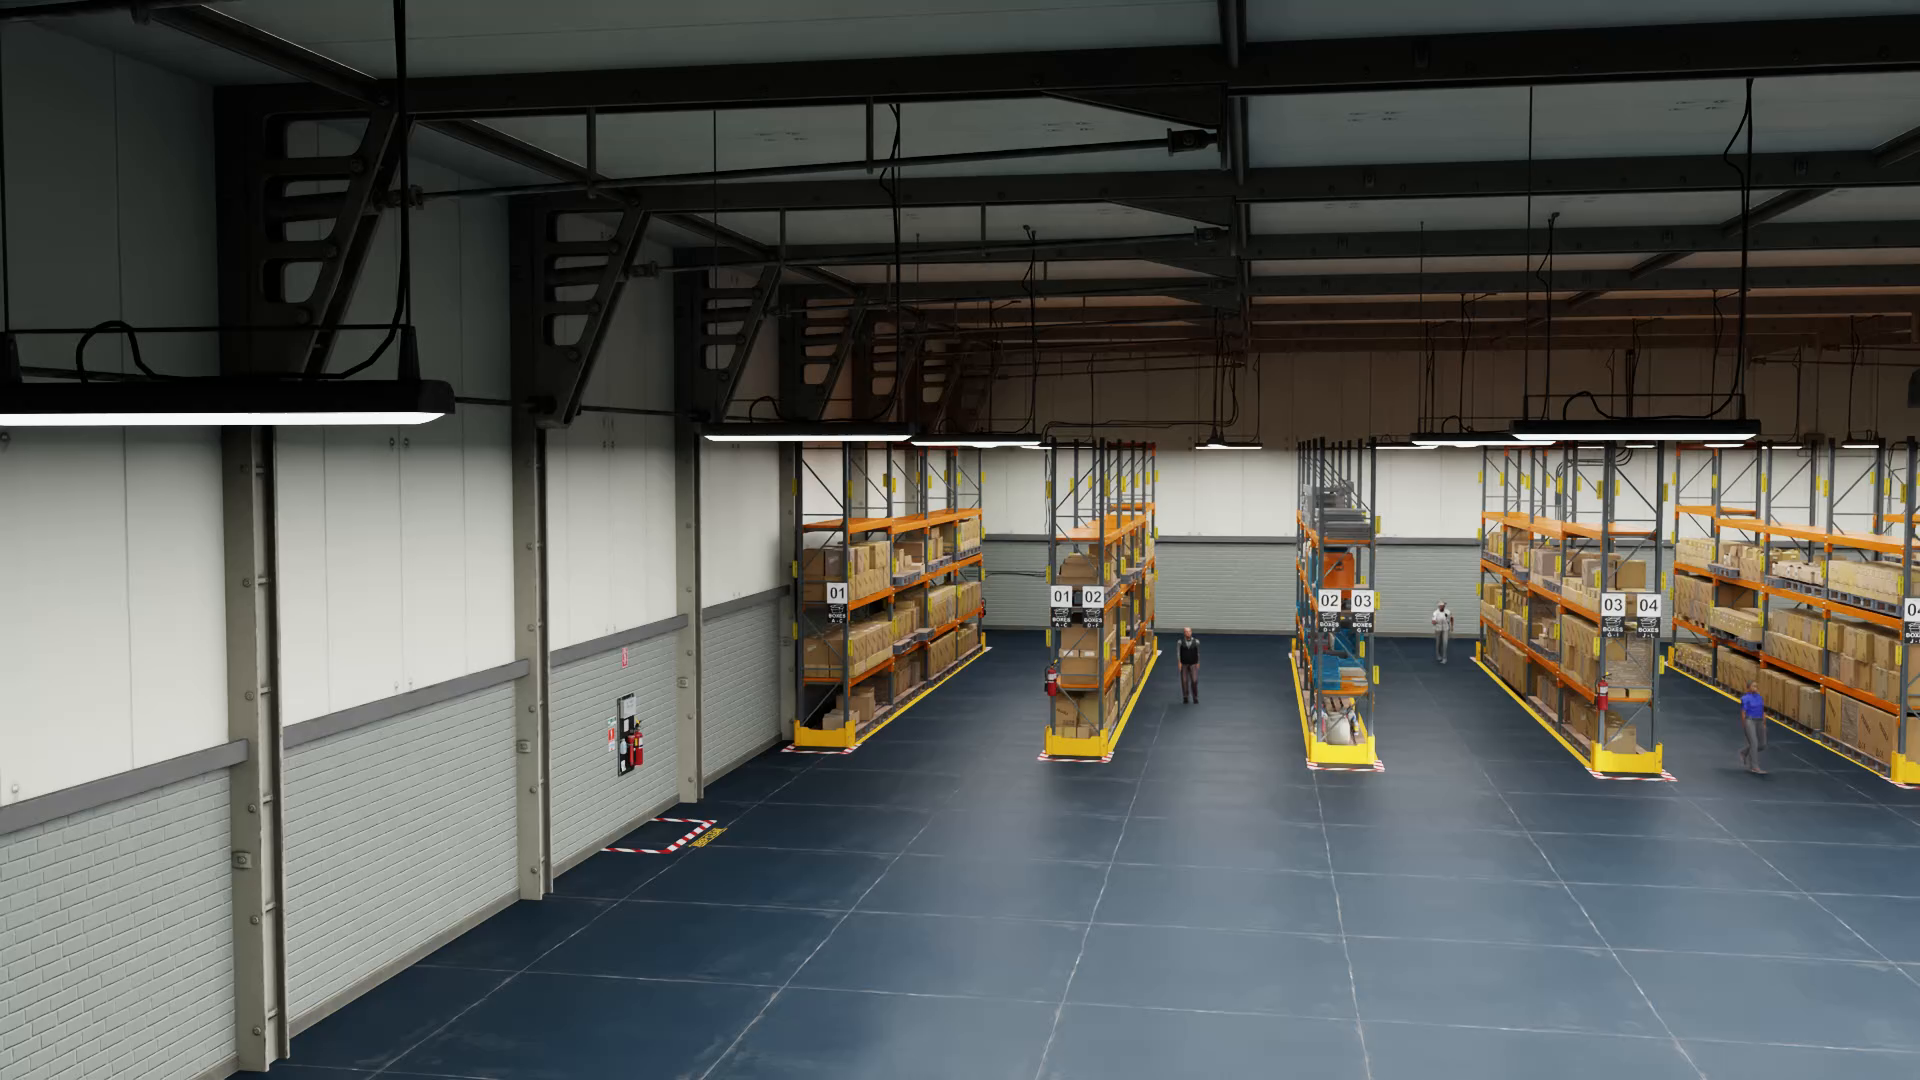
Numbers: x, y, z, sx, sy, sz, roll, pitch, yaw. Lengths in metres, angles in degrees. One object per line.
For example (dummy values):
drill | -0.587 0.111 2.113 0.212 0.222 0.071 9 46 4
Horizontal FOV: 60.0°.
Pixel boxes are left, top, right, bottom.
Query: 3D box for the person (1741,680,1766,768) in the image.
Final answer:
person | 14.181 3.281 29.804 0.468 1.575 0.536 -1 3 -20

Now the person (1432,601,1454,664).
person | 13.148 2.483 45.287 0.587 1.696 0.929 1 3 11

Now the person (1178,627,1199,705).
person | 5.199 2.884 37.800 0.504 1.795 0.451 1 3 11

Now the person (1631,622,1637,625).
person | 18.492 2.426 45.550 0.558 1.774 0.567 -2 4 -36
